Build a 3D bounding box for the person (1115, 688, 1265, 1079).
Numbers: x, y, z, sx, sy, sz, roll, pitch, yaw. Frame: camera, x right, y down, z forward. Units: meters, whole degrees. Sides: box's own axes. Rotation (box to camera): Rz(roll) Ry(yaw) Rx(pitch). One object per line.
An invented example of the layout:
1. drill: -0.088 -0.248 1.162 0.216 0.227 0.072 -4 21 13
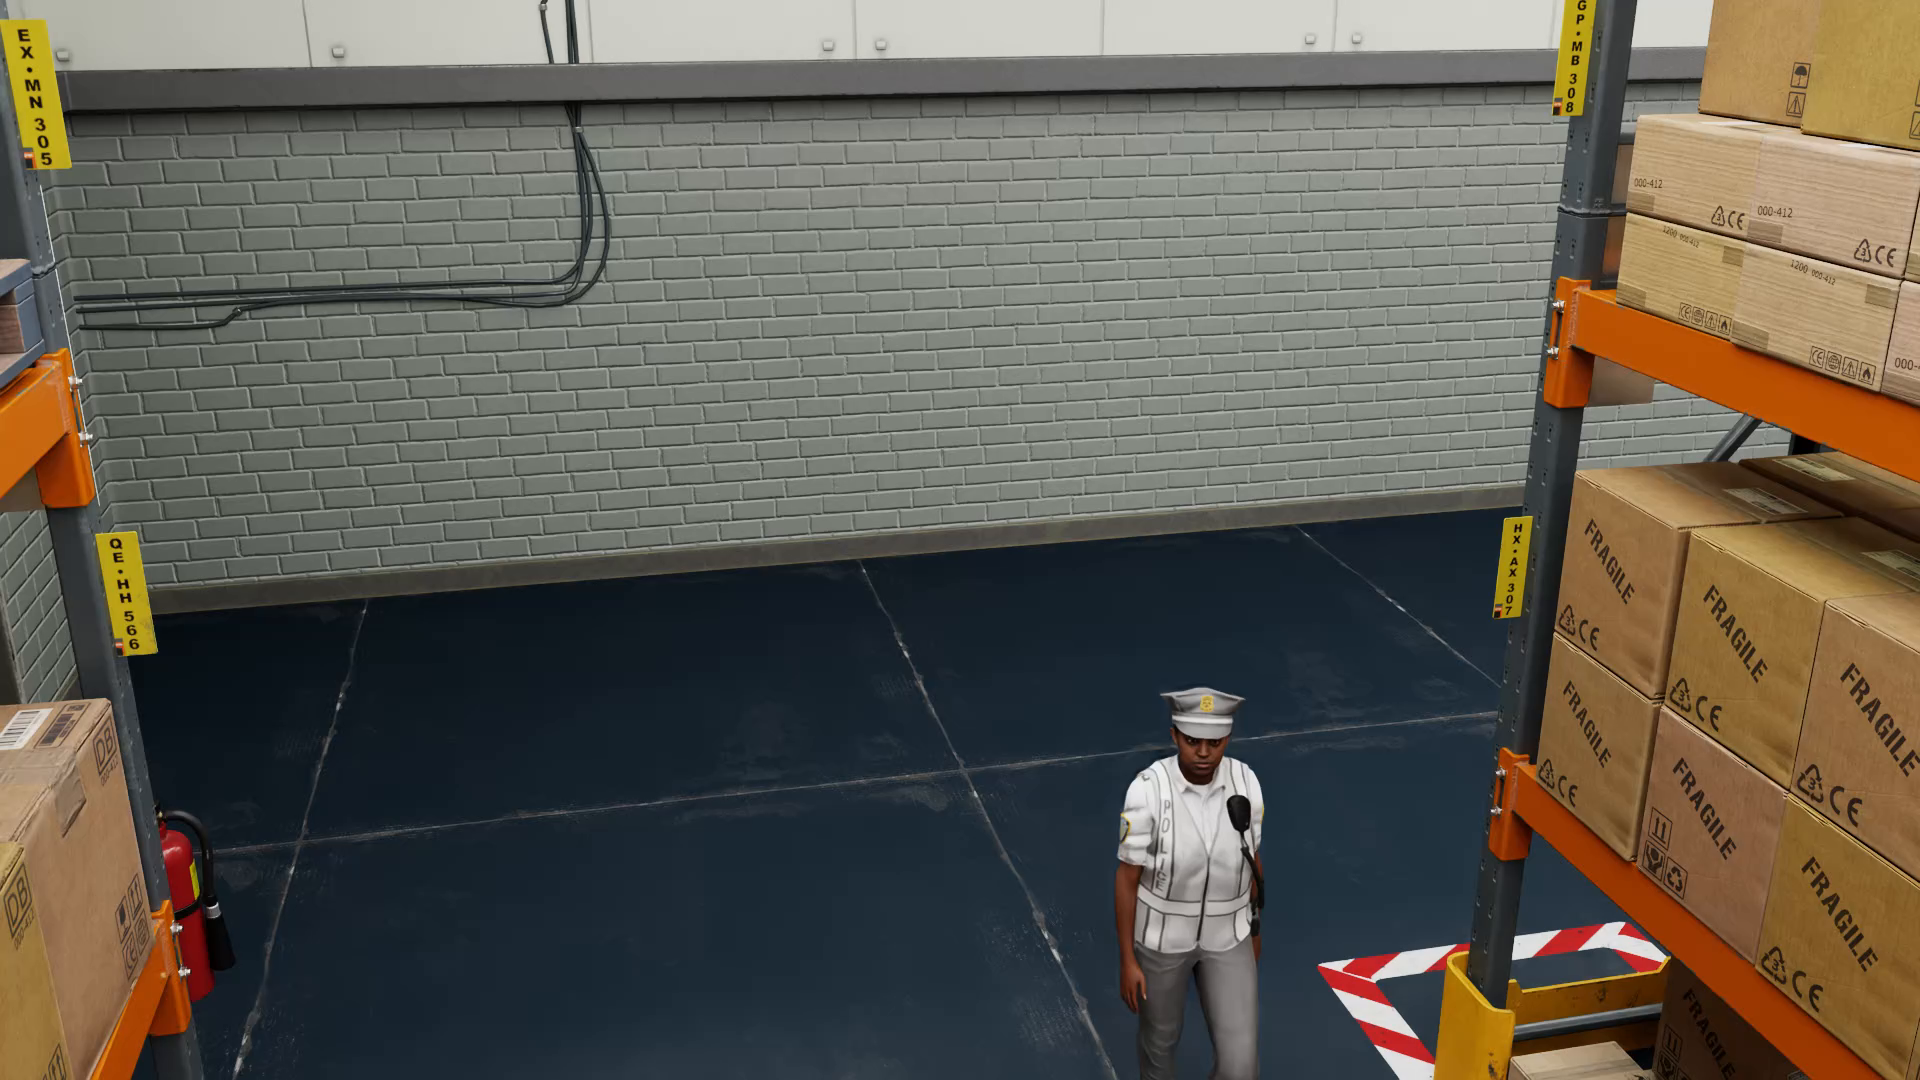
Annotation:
1. person: 0.706 1.247 5.087 0.491 1.757 0.524 -1 20 -3
